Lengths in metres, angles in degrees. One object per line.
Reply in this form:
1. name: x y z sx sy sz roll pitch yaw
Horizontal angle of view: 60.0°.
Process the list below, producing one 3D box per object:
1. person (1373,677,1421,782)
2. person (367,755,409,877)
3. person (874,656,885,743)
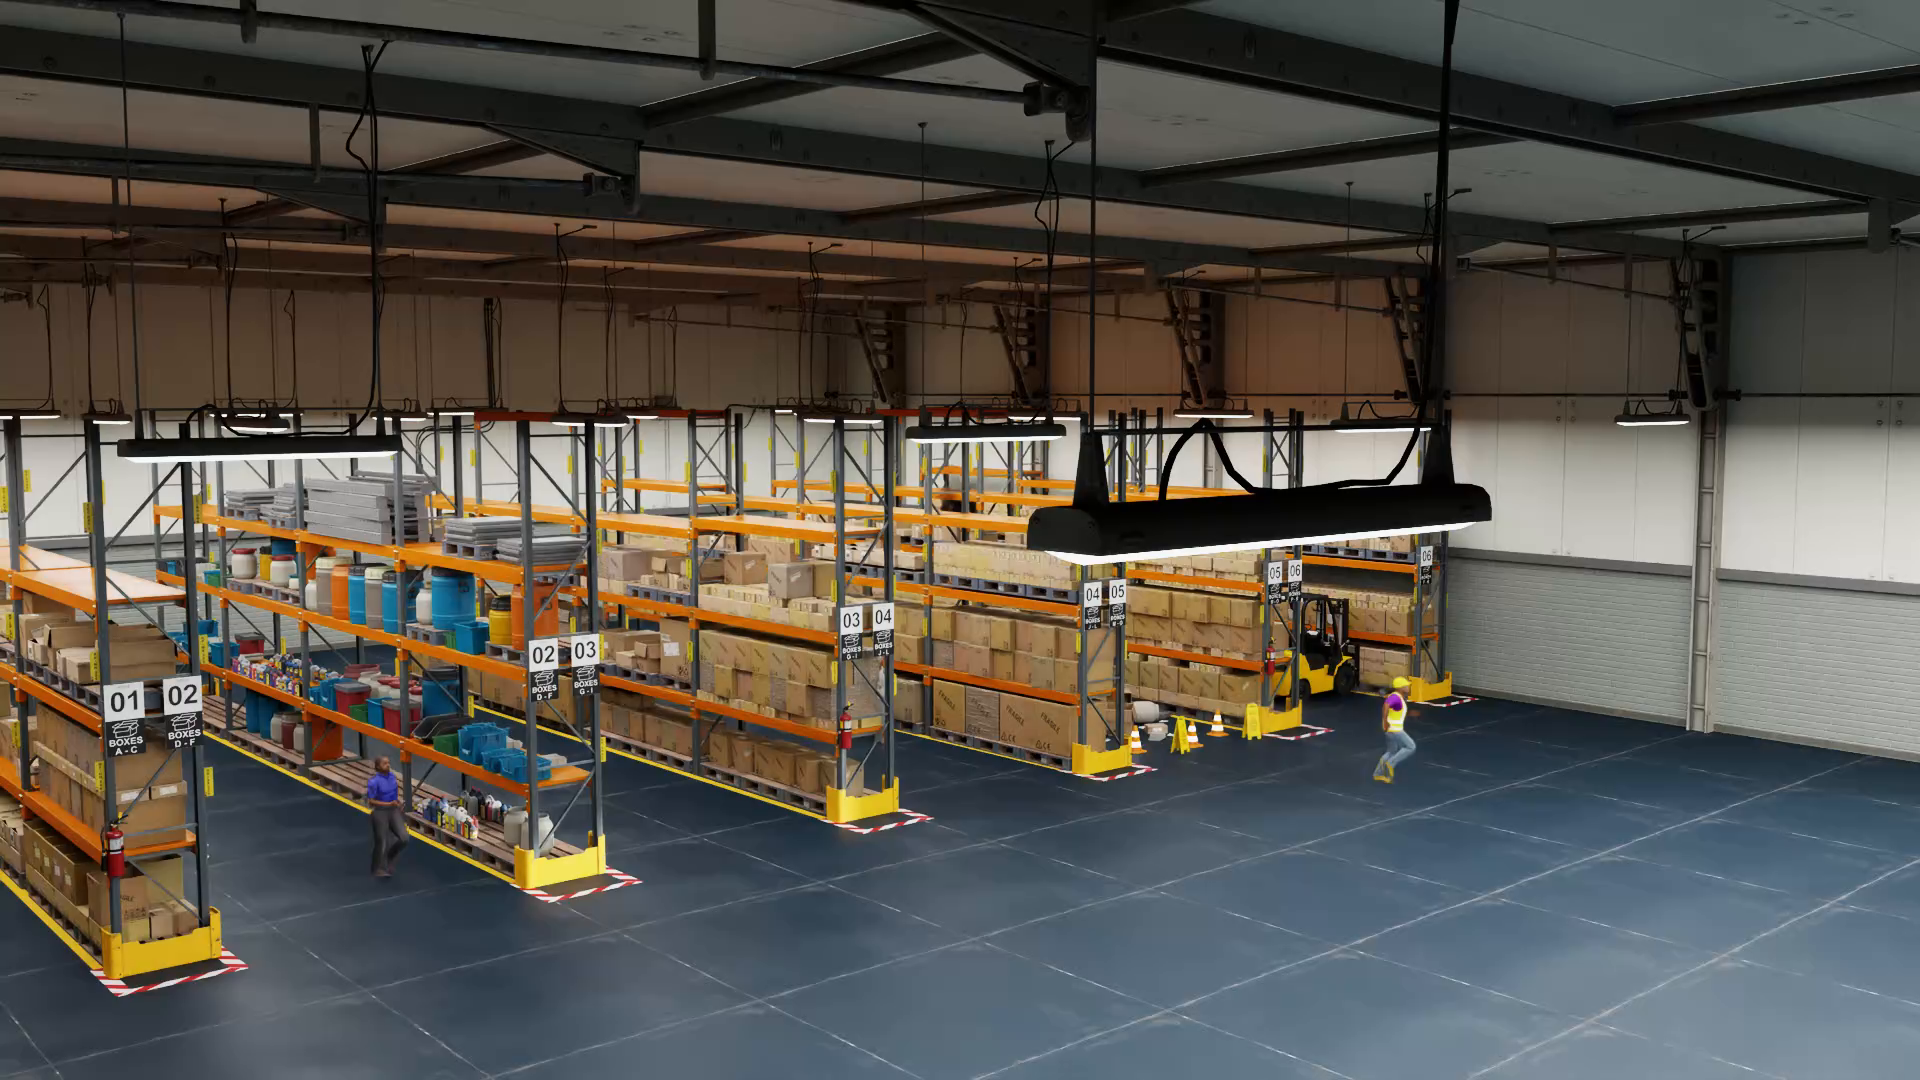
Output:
1. person: 7.107 3.086 27.014 0.745 1.707 0.744 1 5 9
2. person: -7.459 3.609 21.703 0.628 1.607 0.552 3 6 33
3. person: -1.497 2.858 30.264 0.560 1.661 0.581 4 6 39
